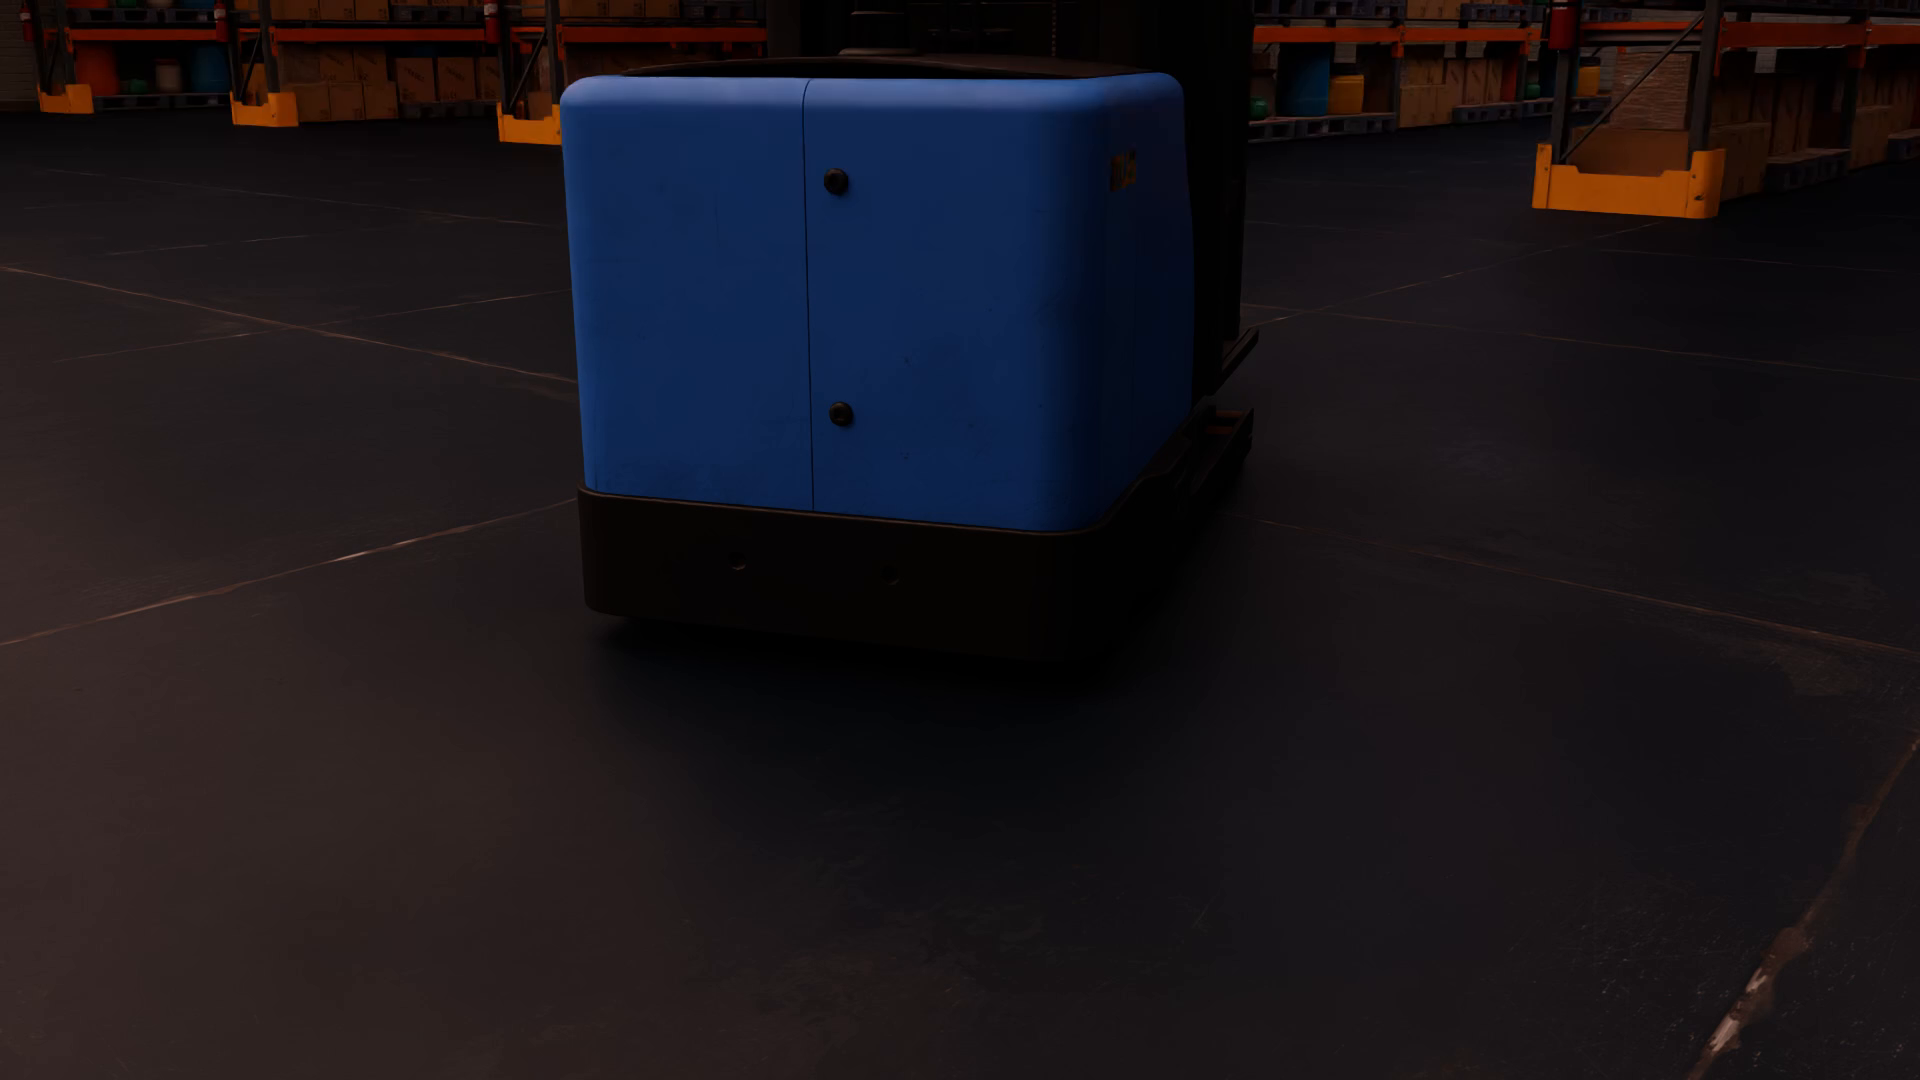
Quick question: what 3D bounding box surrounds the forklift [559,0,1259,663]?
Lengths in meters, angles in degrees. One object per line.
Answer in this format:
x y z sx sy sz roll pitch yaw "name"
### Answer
0.182 -1.571 4.072 1.130 2.935 3.031 5 18 17 "forklift"
